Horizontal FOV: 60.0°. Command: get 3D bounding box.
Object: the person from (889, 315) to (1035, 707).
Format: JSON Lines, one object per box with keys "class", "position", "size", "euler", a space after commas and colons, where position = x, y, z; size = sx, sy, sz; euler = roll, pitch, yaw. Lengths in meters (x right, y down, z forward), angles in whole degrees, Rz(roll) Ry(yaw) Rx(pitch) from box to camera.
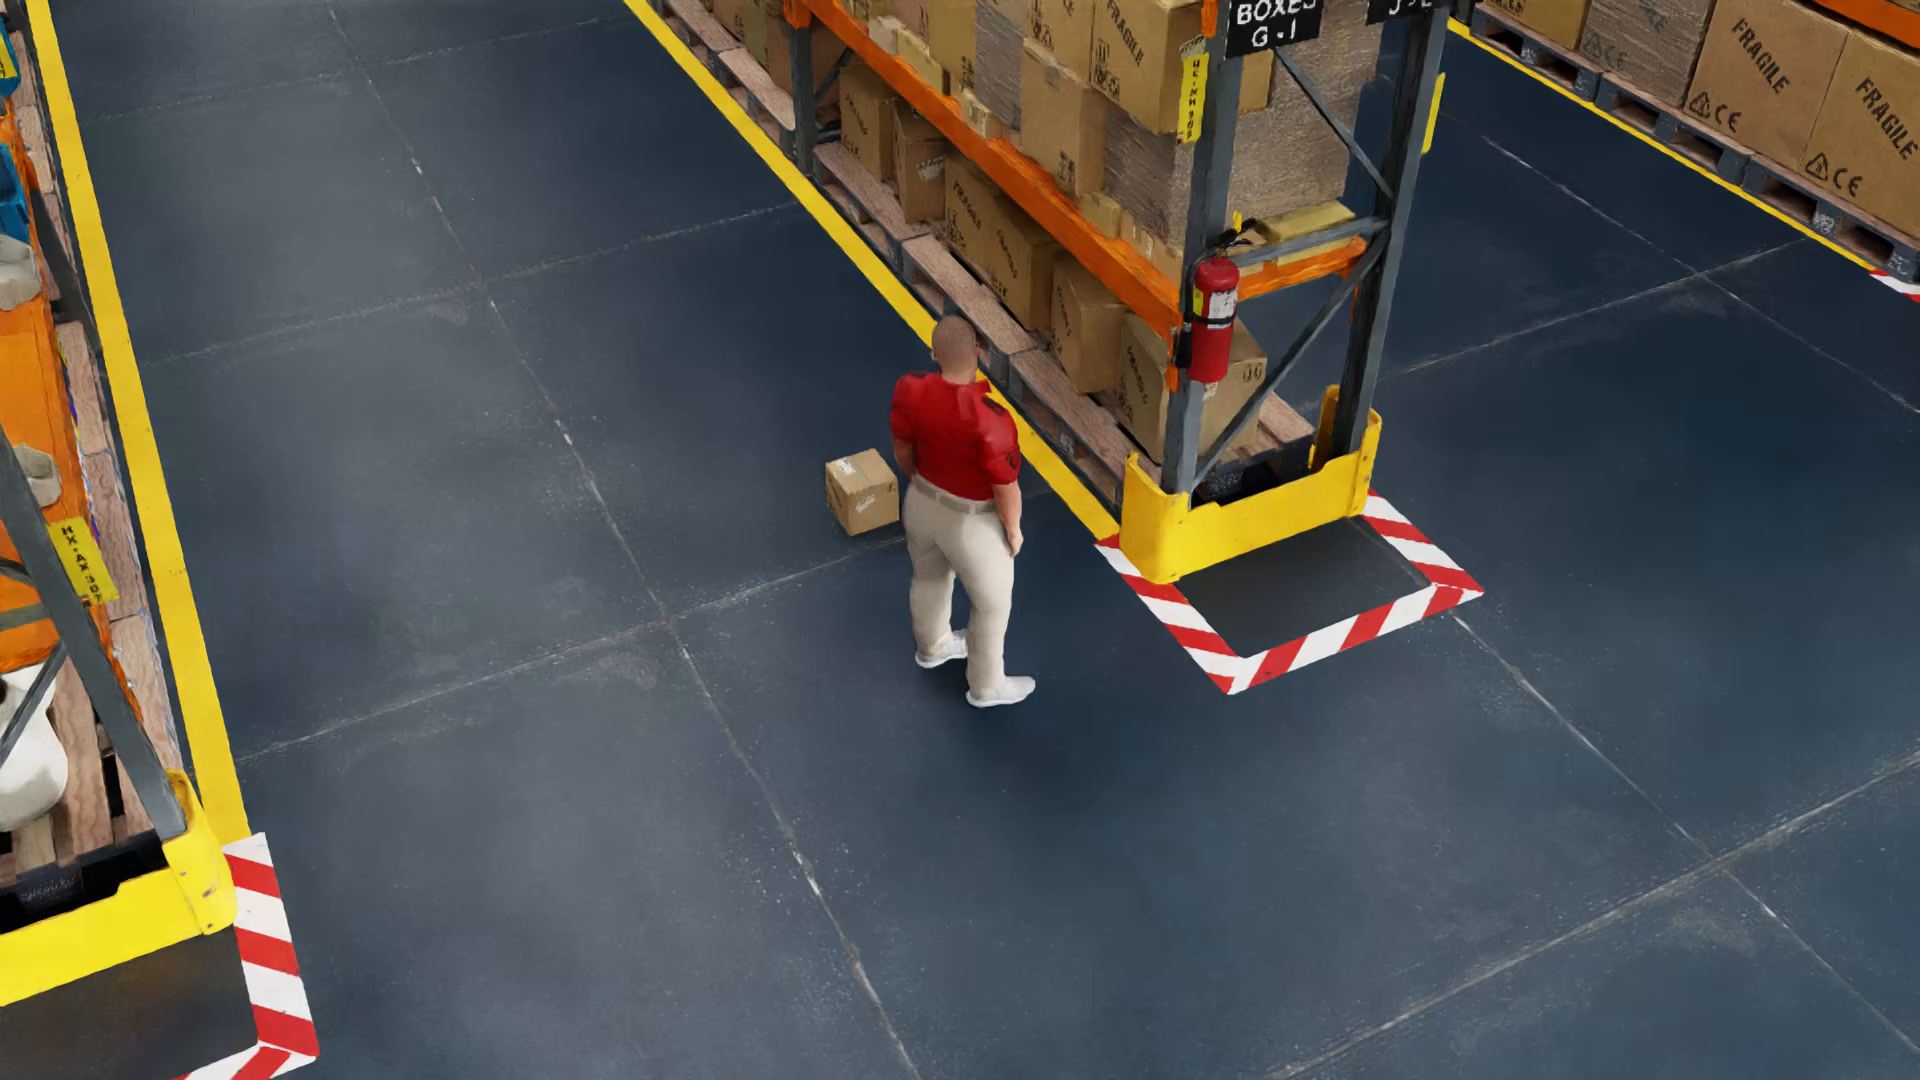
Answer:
{"class": "person", "position": [0.016, -0.093, 6.290], "size": [0.582, 1.784, 0.418], "euler": [26, 48, 27]}
